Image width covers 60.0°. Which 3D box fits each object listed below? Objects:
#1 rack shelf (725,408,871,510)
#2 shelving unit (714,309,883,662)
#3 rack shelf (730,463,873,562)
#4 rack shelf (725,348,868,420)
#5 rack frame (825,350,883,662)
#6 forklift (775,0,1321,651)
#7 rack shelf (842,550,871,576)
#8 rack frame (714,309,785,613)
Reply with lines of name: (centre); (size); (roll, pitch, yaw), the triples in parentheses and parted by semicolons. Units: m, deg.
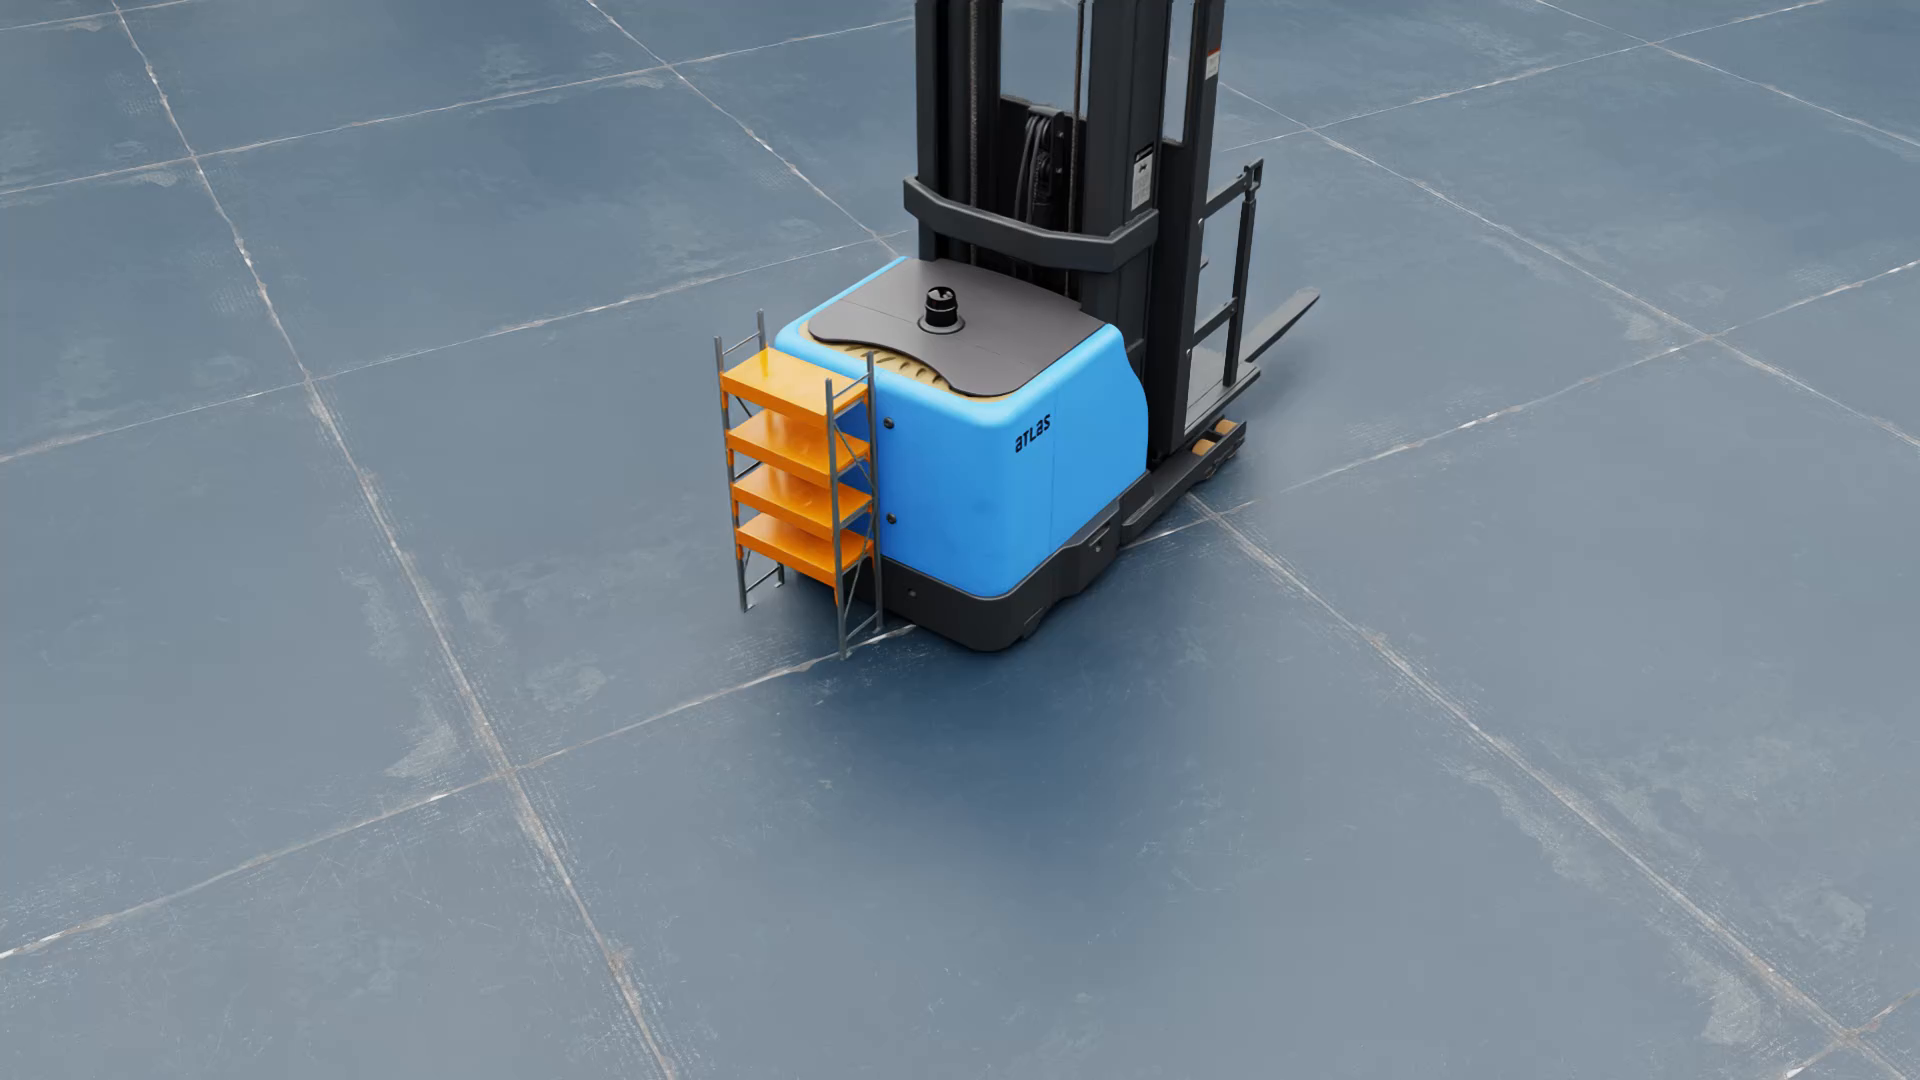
rack shelf: (-0.564, -0.306, 5.886); (0.480, 0.148, 0.258); (23, 42, 28)
shelving unit: (-0.564, -0.179, 5.978); (0.503, 1.200, 0.258); (23, 42, 28)
rack shelf: (-0.564, -0.125, 6.018); (0.480, 0.148, 0.258); (23, 42, 28)
rack shelf: (-0.565, -0.528, 5.723); (0.457, 0.050, 0.221); (23, 42, 28)
rack frame: (-0.366, -0.095, 5.863); (0.015, 1.200, 0.240); (23, 42, 28)
forklift: (0.586, -1.598, 6.453); (1.130, 2.935, 3.031); (23, 42, 28)
rack shelf: (-0.564, 0.012, 6.118); (0.442, 0.029, 0.199); (23, 42, 28)
rack frame: (-0.762, -0.263, 6.093); (0.015, 1.200, 0.240); (23, 42, 28)
